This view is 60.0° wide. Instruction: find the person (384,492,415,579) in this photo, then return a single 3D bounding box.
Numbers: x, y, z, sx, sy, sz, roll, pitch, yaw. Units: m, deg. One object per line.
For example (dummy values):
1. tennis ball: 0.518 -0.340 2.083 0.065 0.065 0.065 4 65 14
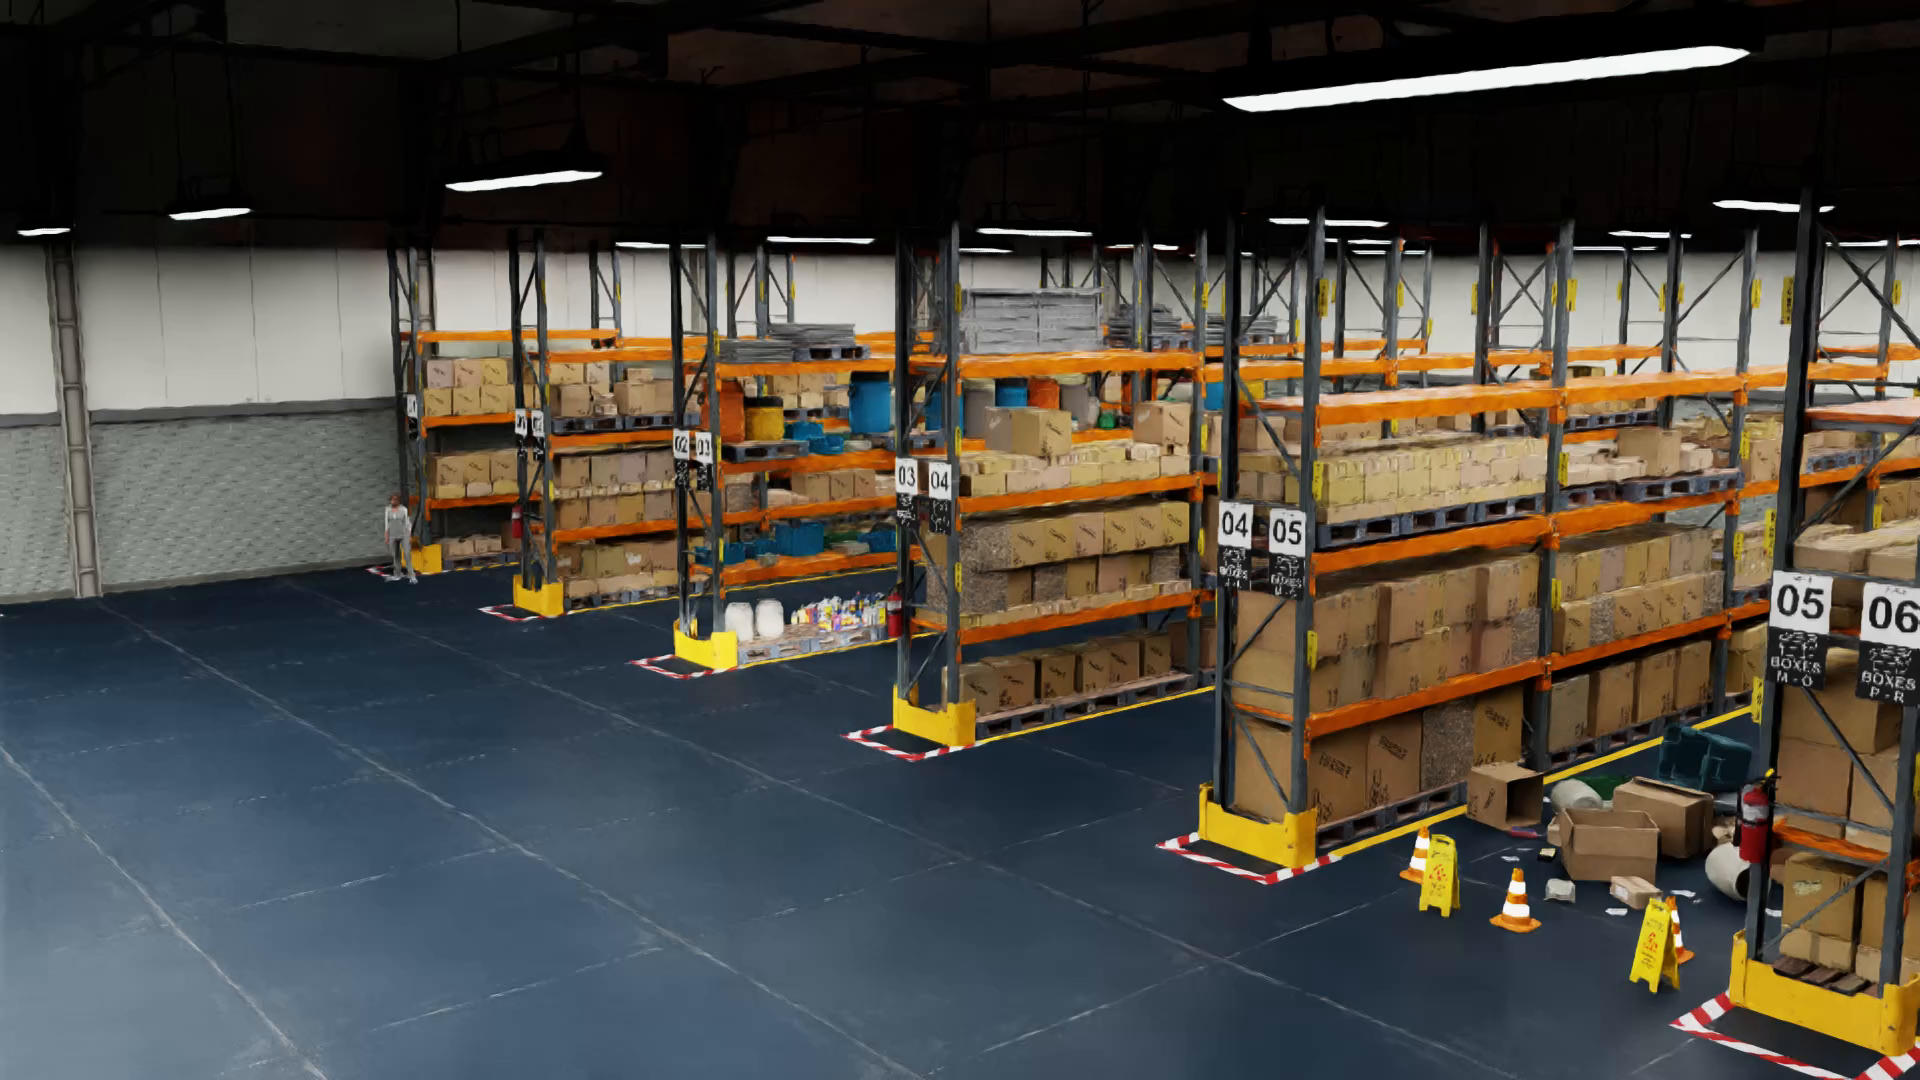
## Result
1. person: -9.700 -0.085 28.846 0.502 1.525 0.419 0 9 -3
